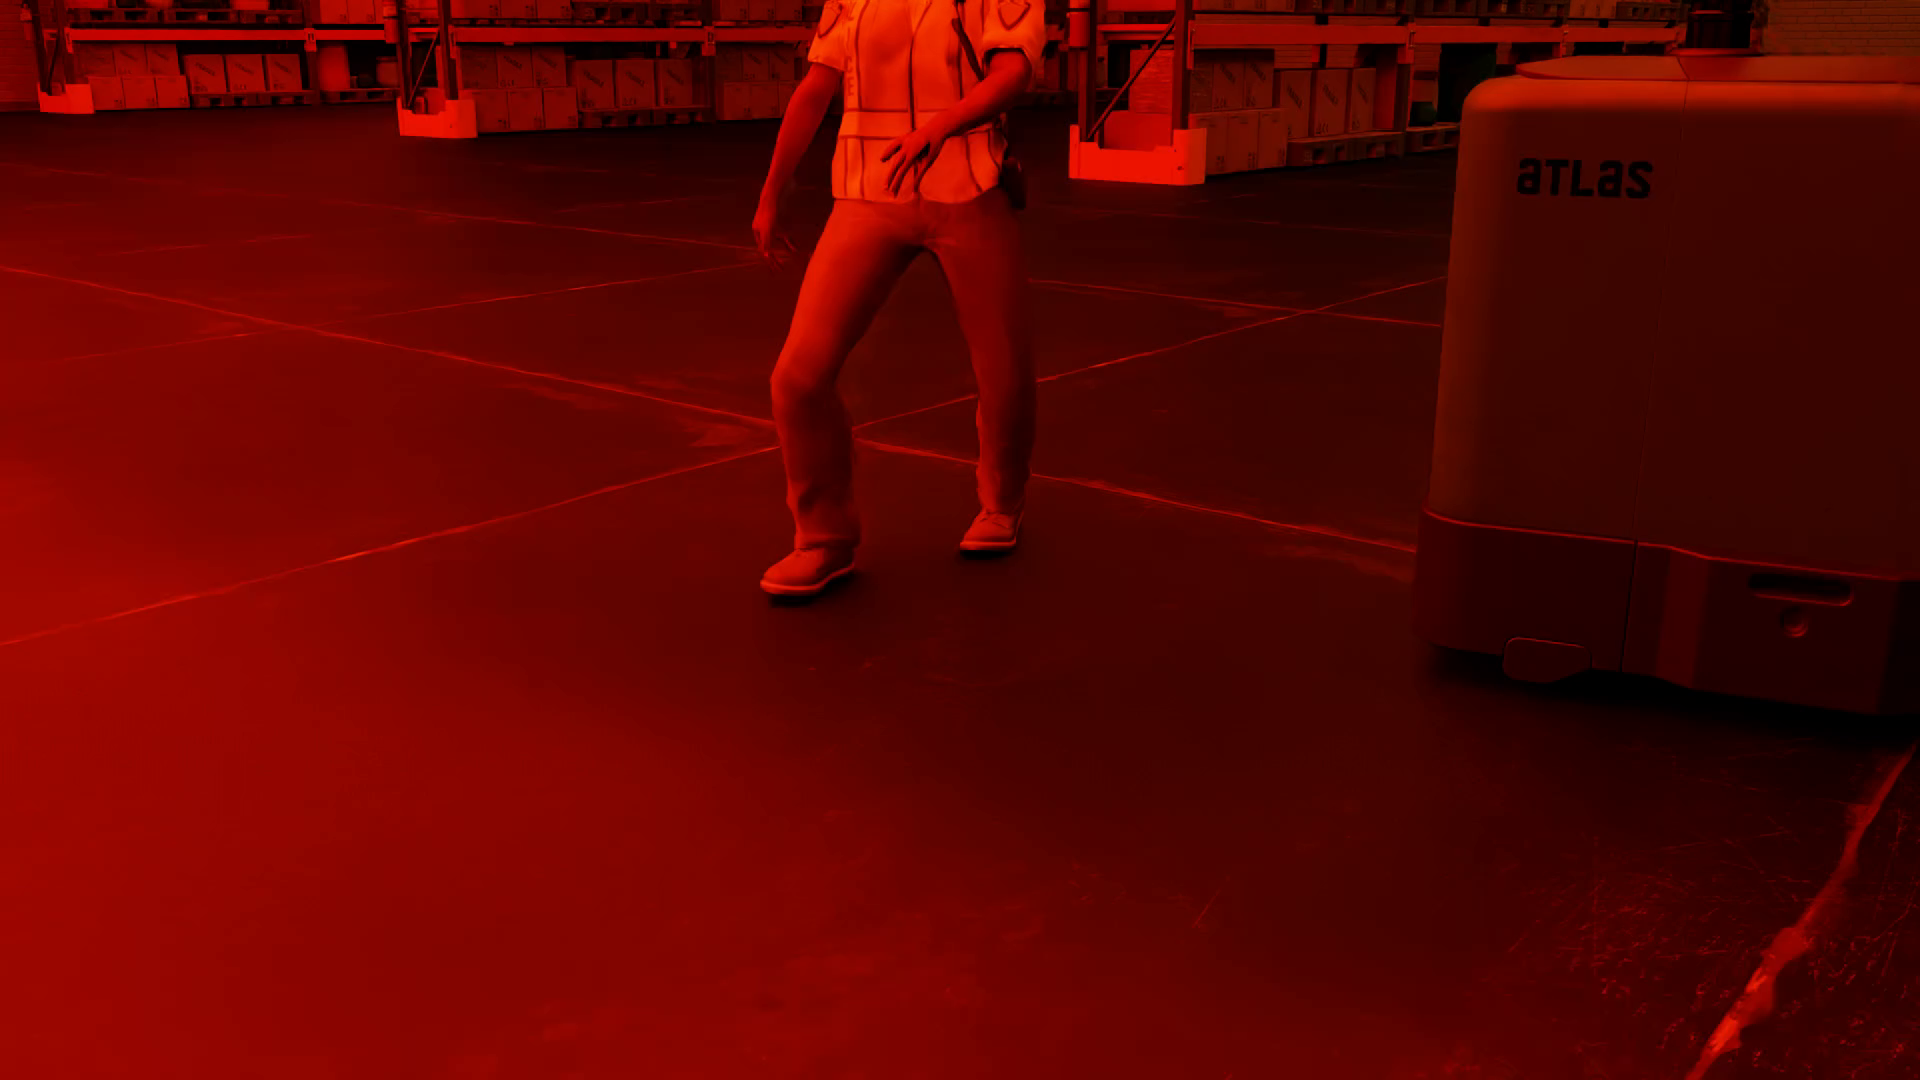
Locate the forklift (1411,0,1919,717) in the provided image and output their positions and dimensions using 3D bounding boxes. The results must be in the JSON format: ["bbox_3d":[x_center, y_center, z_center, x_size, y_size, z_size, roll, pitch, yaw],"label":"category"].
[{"bbox_3d":[2.412,-1.102,2.528,3.031,2.935,1.130,7,18,23],"label":"forklift"}]

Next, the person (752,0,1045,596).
[{"bbox_3d":[-0.138,-0.681,3.472,0.622,1.583,0.781,1,17,4],"label":"person"}]
